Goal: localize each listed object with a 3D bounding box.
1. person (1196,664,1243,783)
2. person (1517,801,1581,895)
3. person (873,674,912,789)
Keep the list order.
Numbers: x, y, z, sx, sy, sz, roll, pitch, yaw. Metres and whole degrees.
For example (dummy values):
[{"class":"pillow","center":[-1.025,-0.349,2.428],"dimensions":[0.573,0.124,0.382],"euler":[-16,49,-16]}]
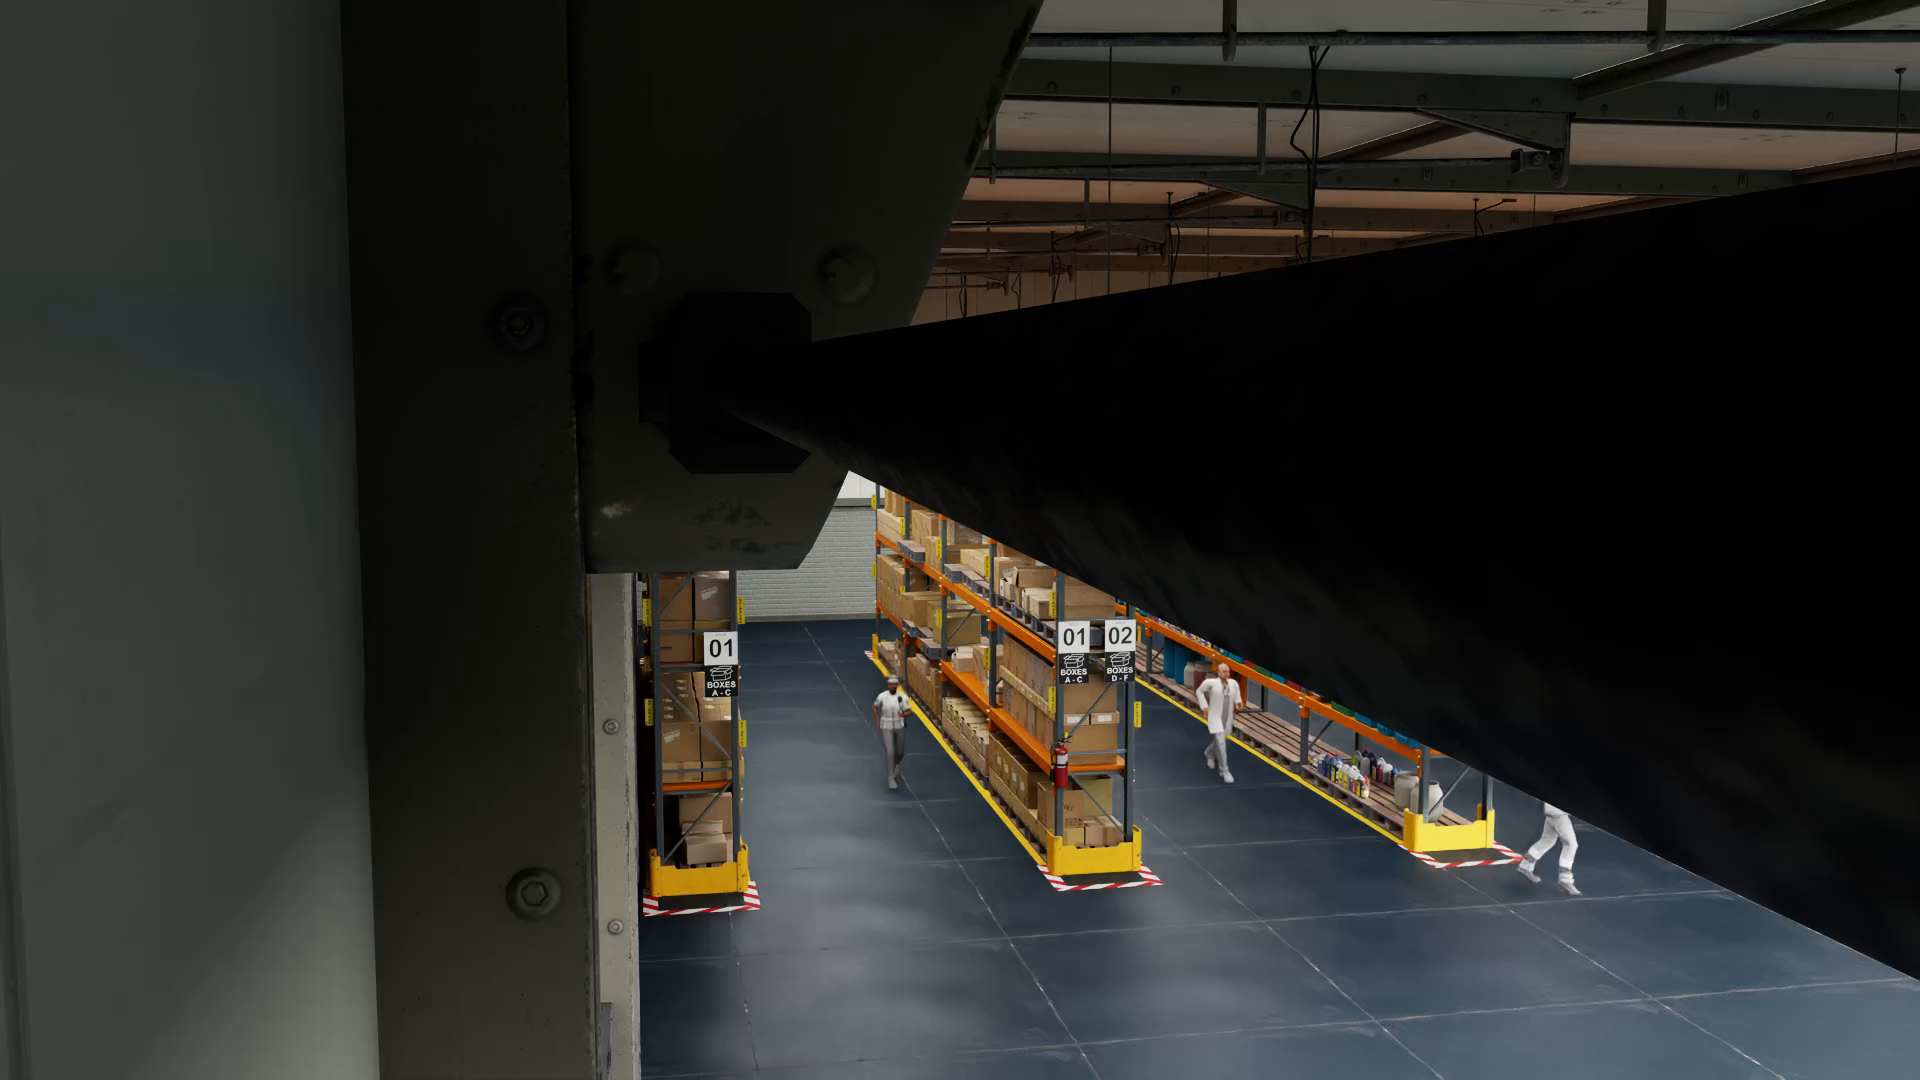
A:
[{"class":"person","center":[4.035,2.816,25.880],"dimensions":[0.662,1.743,1.049],"euler":[-2,6,-21]},{"class":"person","center":[7.232,3.367,20.283],"dimensions":[0.792,1.844,0.653],"euler":[3,7,27]},{"class":"person","center":[-1.024,2.870,25.357],"dimensions":[0.581,1.671,0.932],"euler":[-1,6,-9]}]
